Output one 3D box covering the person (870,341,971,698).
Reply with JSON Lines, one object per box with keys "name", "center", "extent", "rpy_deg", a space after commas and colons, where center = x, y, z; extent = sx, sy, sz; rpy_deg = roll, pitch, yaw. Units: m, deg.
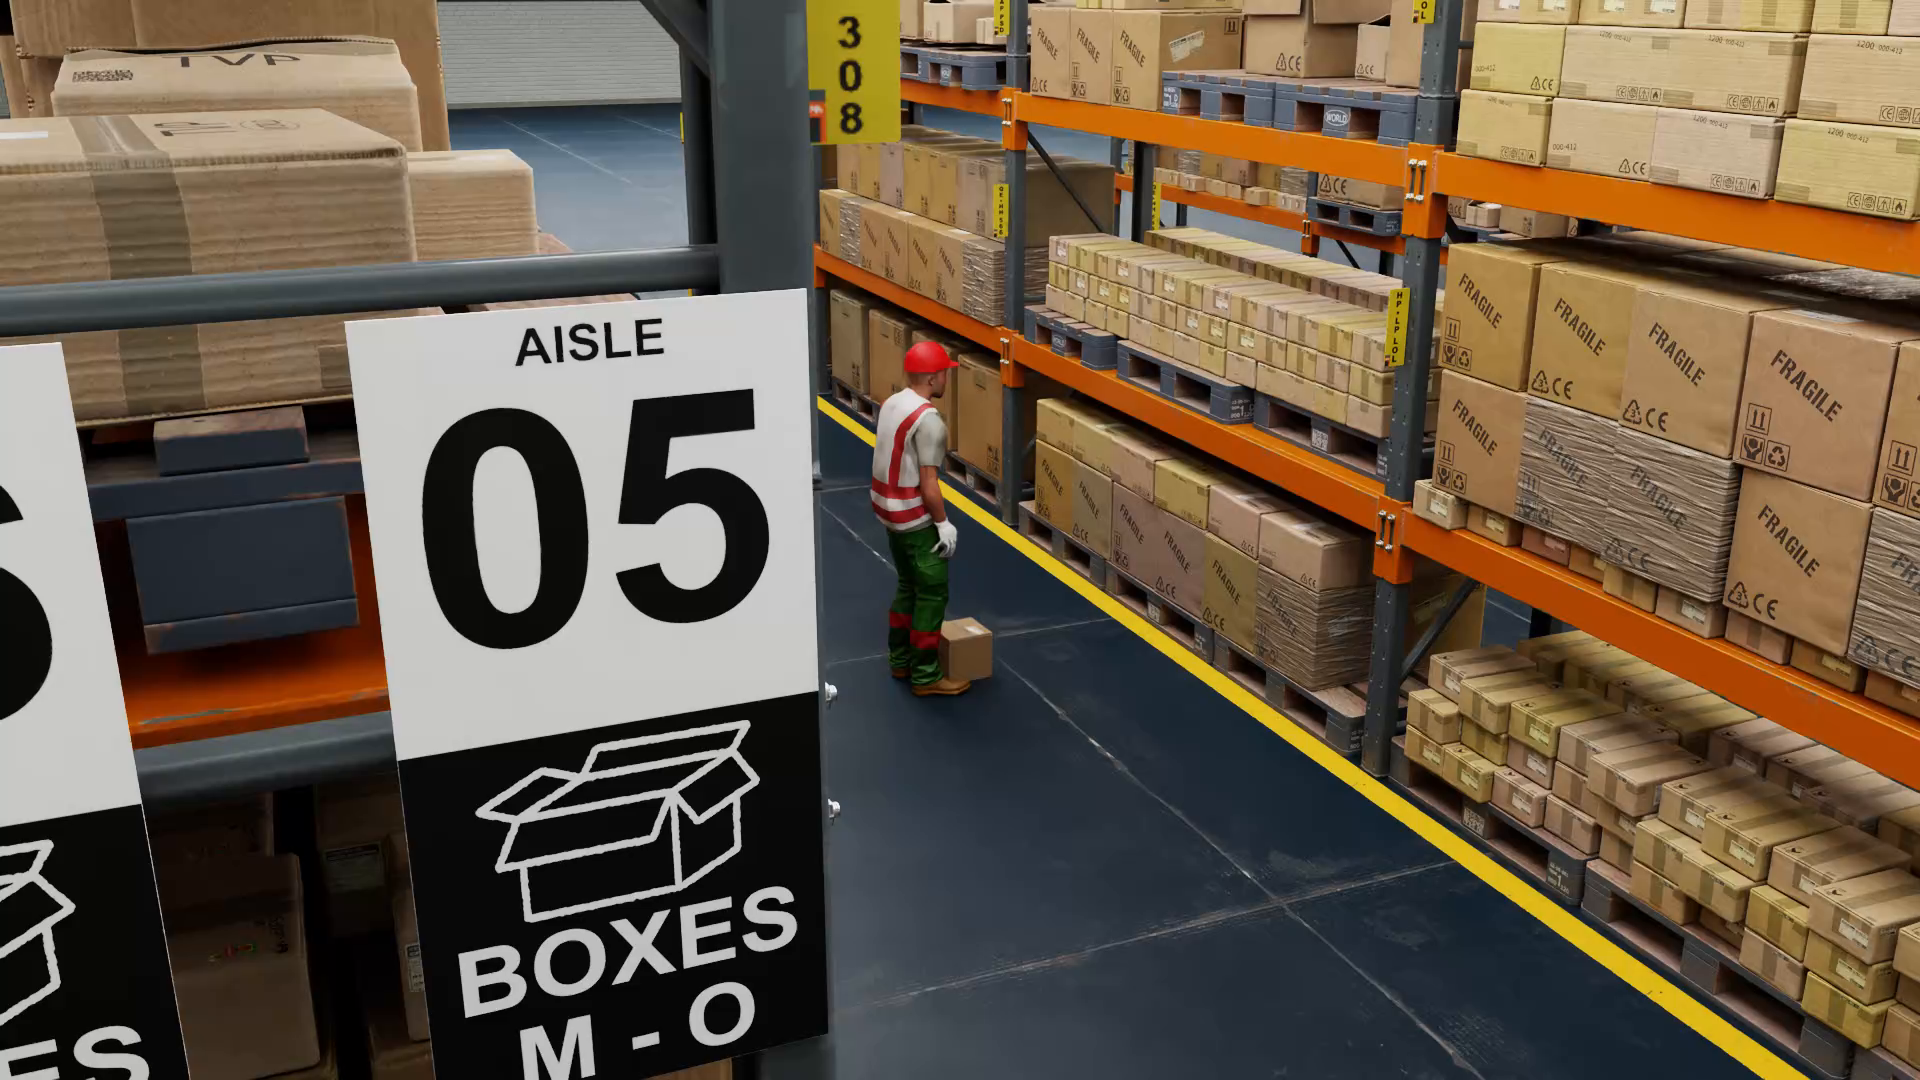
{"name": "person", "center": [-0.203, -0.112, 8.370], "extent": [0.446, 1.779, 0.589], "rpy_deg": [-9, 20, -24]}
